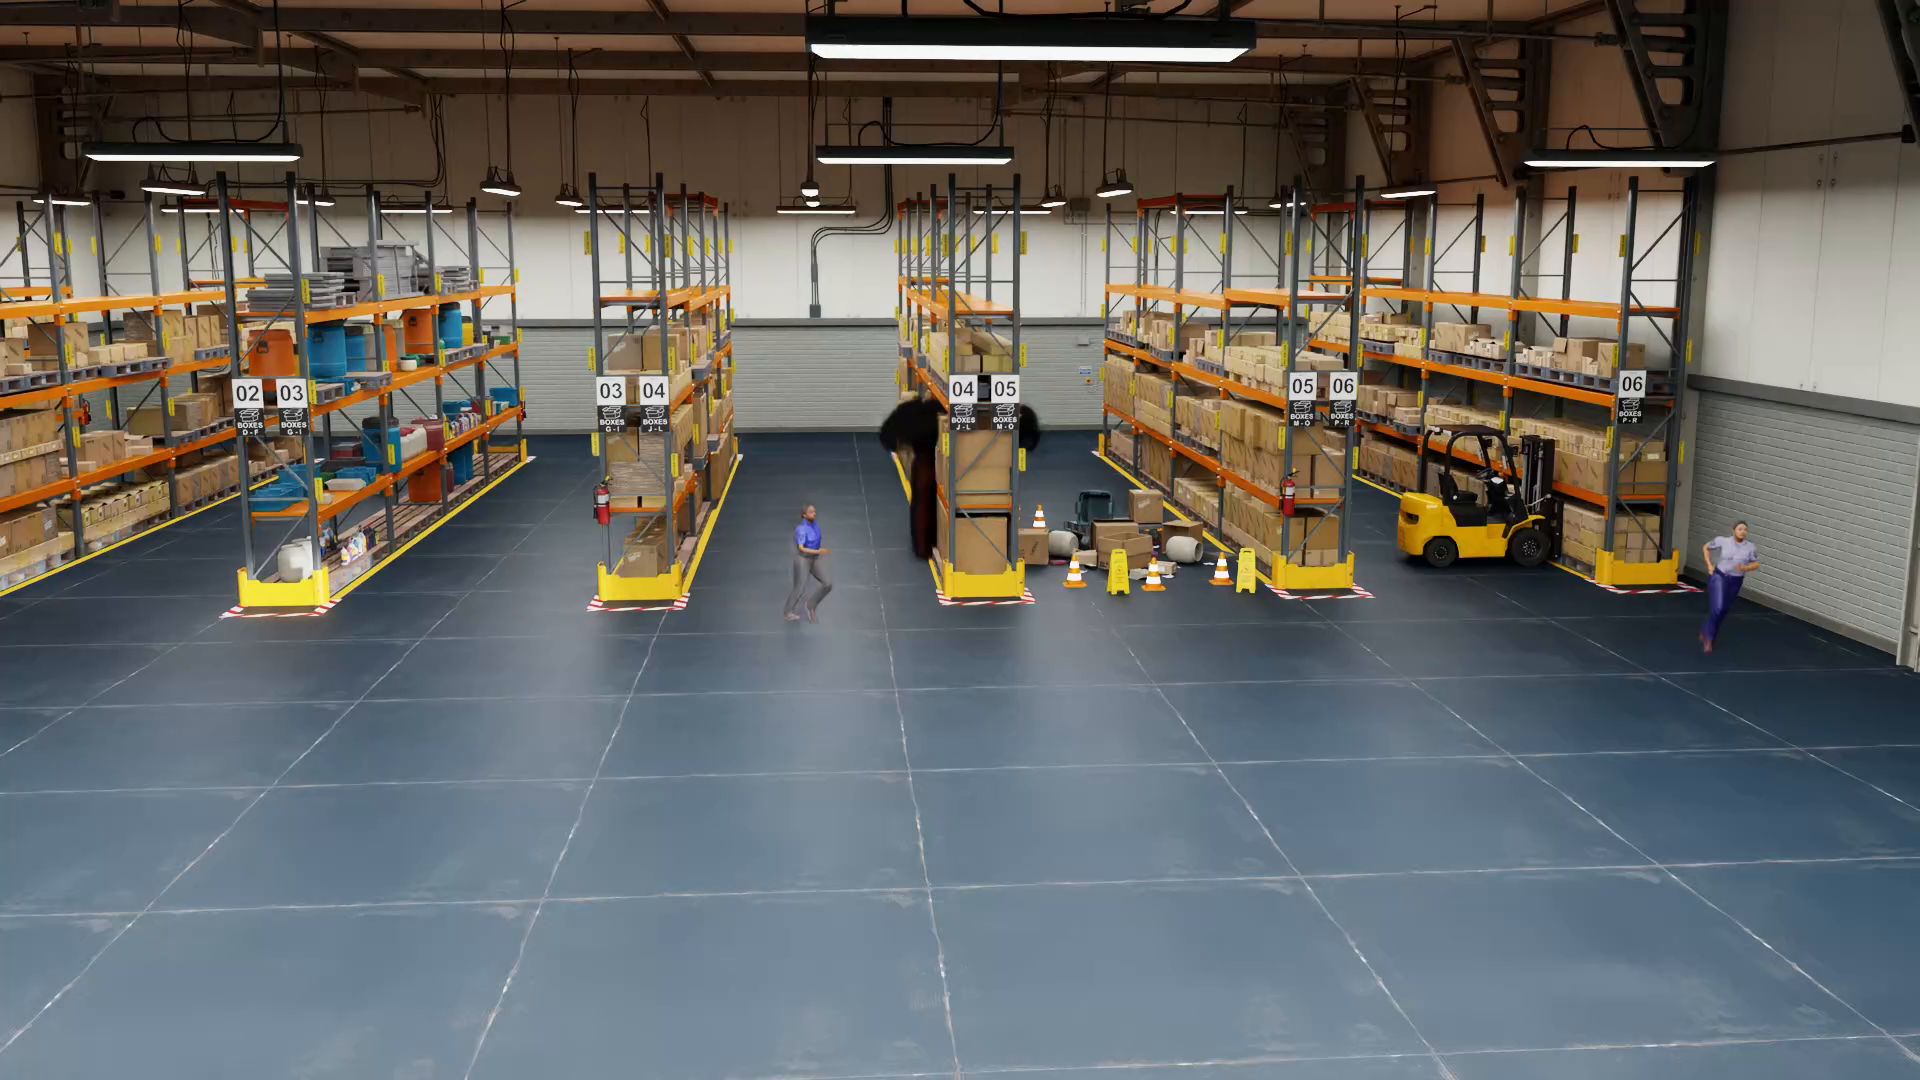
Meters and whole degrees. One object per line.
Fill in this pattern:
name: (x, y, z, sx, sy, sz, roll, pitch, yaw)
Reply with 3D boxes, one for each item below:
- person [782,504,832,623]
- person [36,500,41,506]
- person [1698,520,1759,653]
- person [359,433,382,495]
person: (-1.995, 0.307, 22.120, 0.824, 1.619, 0.590, 7, 12, 36)
person: (-16.783, -0.995, 30.159, 0.545, 1.477, 0.627, -2, 10, -12)
person: (9.629, 0.569, 20.927, 0.652, 1.698, 0.677, 0, 10, -1)
person: (-11.856, -1.711, 33.868, 0.713, 1.573, 0.886, -4, 11, -22)
